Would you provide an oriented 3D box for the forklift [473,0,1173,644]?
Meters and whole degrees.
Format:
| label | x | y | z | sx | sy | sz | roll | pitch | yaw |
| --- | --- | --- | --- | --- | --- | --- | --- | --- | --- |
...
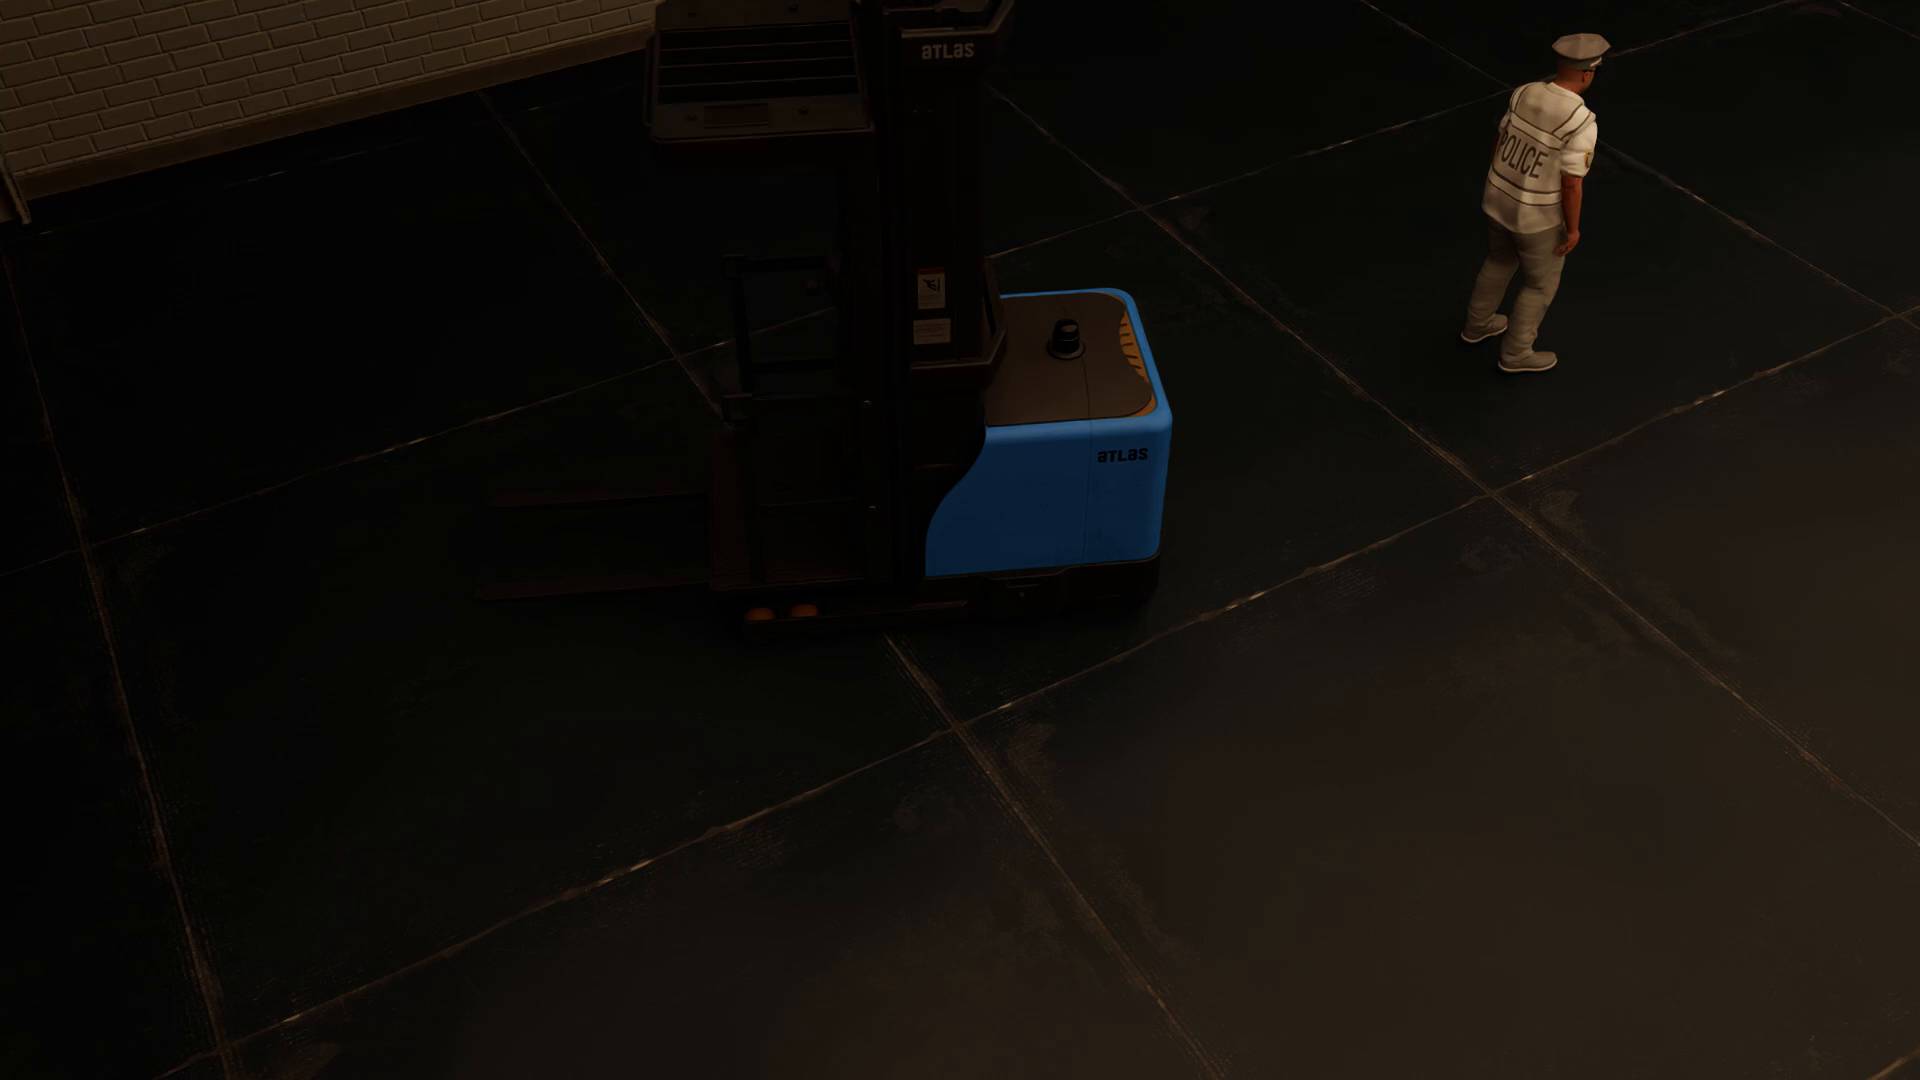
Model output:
| label | x | y | z | sx | sy | sz | roll | pitch | yaw |
| --- | --- | --- | --- | --- | --- | --- | --- | --- | --- |
| forklift | -0.659 | -0.998 | 6.773 | 3.031 | 2.935 | 1.130 | -4 | 43 | -5 |

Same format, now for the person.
| label | x | y | z | sx | sy | sz | roll | pitch | yaw |
| --- | --- | --- | --- | --- | --- | --- | --- | --- | --- |
| person | 2.871 | -1.670 | 8.368 | 0.441 | 1.747 | 0.585 | -20 | 46 | -20 |
